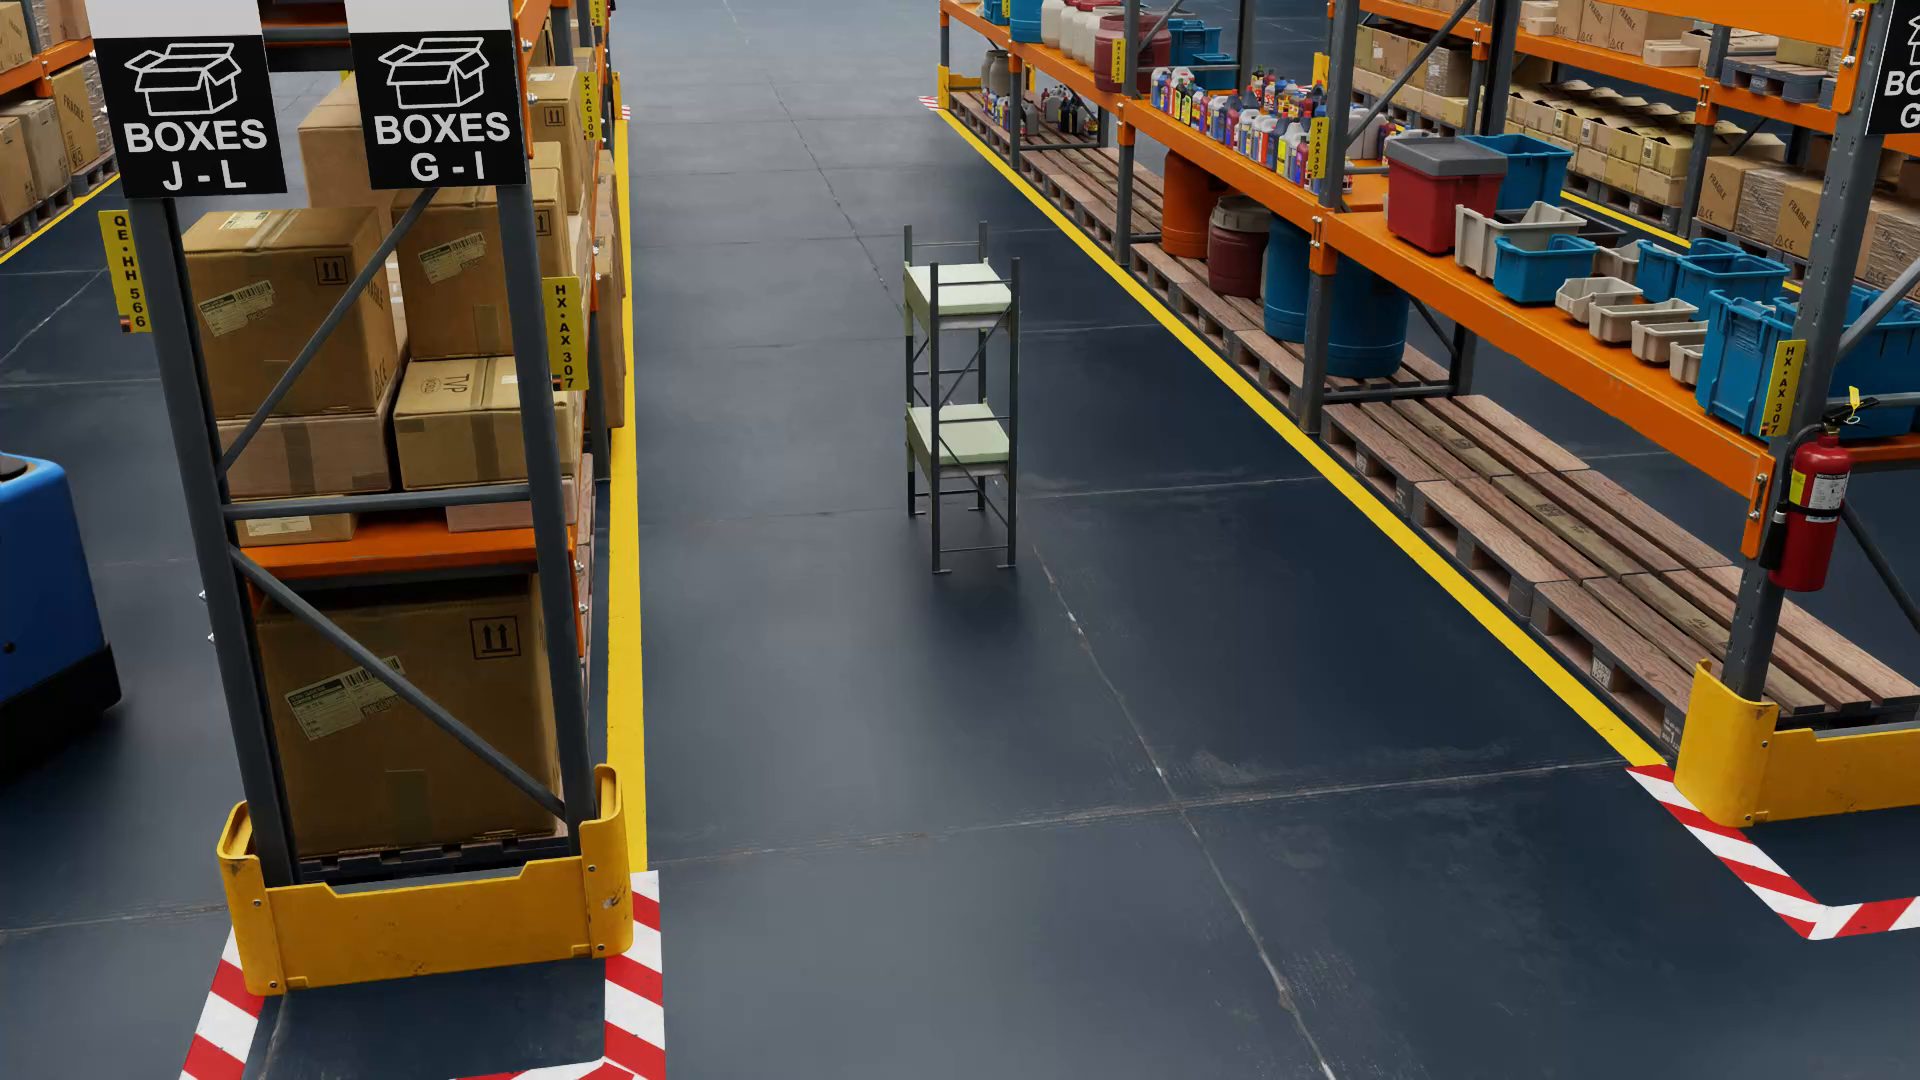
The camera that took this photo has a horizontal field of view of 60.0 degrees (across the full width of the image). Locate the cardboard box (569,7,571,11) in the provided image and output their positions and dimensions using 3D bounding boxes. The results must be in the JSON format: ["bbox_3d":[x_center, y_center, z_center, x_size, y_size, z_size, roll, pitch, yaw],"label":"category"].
[{"bbox_3d":[-3.004,-3.463,11.053,0.797,0.503,0.637,-3,24,-8],"label":"cardboard box"}]

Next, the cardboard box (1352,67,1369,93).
[{"bbox_3d":[5.110,-5.633,20.311,0.500,0.250,0.500,-4,24,-10],"label":"cardboard box"}]

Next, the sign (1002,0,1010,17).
[{"bbox_3d":[0.462,-5.277,16.238,0.100,0.325,0.005,-4,24,-10],"label":"sign"}]

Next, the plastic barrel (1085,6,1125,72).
[{"bbox_3d":[1.266,-4.219,14.022,0.421,0.512,0.421,0,24,0],"label":"plastic barrel"}]

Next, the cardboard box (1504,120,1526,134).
[{"bbox_3d":[5.797,-4.106,16.813,0.500,0.250,0.500,-4,24,-8],"label":"cardboard box"}]

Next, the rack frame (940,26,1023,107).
[{"bbox_3d":[0.265,-6.760,19.979,1.000,3.000,0.127,-4,24,-10],"label":"rack frame"}]

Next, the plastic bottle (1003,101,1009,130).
[{"bbox_3d":[0.496,-4.512,17.676,0.061,0.283,0.133,-3,24,-6],"label":"plastic bottle"}]

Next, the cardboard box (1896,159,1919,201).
[{"bbox_3d":[7.224,-2.603,12.100,0.500,0.250,0.500,-5,24,-11],"label":"cardboard box"}]

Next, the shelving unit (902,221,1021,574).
[{"bbox_3d":[-0.001,-0.690,7.956,0.431,1.500,0.755,-4,24,-10],"label":"shelving unit"}]

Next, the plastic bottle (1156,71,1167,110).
[{"bbox_3d":[1.501,-3.312,12.247,0.097,0.271,0.097,0,24,0],"label":"plastic bottle"}]

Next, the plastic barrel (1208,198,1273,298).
[{"bbox_3d":[2.060,-2.065,11.718,0.600,0.588,0.708,-4,24,-10],"label":"plastic barrel"}]

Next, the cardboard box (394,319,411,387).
[{"bbox_3d":[-2.088,-0.538,5.549,0.500,0.250,0.500,-5,24,-11],"label":"cardboard box"}]

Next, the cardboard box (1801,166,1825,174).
[{"bbox_3d":[7.016,-2.684,13.220,0.500,0.500,0.500,-3,24,-8],"label":"cardboard box"}]

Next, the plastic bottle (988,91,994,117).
[{"bbox_3d":[0.357,-4.840,18.443,0.097,0.271,0.097,0,24,0],"label":"plastic bottle"}]

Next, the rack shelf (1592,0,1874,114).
[{"bbox_3d":[2.854,-2.298,6.915,1.077,0.370,4.000,-4,24,-10],"label":"rack shelf"}]

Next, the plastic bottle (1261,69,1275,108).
[{"bbox_3d":[2.281,-3.341,12.298,0.061,0.283,0.133,-4,24,-10],"label":"plastic bottle"}]

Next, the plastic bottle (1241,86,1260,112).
[{"bbox_3d":[1.913,-2.852,11.093,0.144,0.351,0.185,-4,24,-10],"label":"plastic bottle"}]

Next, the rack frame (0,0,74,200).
[{"bbox_3d":[-8.756,-4.492,14.788,1.000,3.000,0.127,-4,24,-10],"label":"rack frame"}]

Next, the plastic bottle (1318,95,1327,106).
[{"bbox_3d":[2.449,-2.853,11.180,0.061,0.283,0.133,-4,24,-10],"label":"plastic bottle"}]

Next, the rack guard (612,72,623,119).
[{"bbox_3d":[-4.589,-5.218,19.572,1.175,0.500,0.348,-4,24,-10],"label":"rack guard"}]

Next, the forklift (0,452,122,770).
[{"bbox_3d":[-4.911,-0.685,6.157,3.031,2.935,1.130,9,25,19],"label":"forklift"}]

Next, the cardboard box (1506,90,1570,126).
[{"bbox_3d":[5.792,-4.362,16.701,0.500,0.311,0.500,-5,24,-10],"label":"cardboard box"}]

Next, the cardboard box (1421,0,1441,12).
[{"bbox_3d":[5.592,-6.176,18.518,0.700,0.500,0.500,-4,24,-9],"label":"cardboard box"}]

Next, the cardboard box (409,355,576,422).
[{"bbox_3d":[-1.570,-0.580,5.646,0.500,0.250,0.500,-5,24,-10],"label":"cardboard box"}]

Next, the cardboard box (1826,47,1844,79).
[{"bbox_3d":[6.821,-3.603,12.102,0.700,0.500,0.500,0,24,0],"label":"cardboard box"}]

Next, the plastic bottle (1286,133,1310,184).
[{"bbox_3d":[2.026,-2.258,9.826,0.152,0.276,0.135,-4,24,-10],"label":"plastic bottle"}]

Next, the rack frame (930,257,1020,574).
[{"bbox_3d":[0.066,-0.546,7.626,0.400,1.500,0.023,-4,24,-10],"label":"rack frame"}]

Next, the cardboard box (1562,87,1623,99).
[{"bbox_3d":[6.332,-4.399,16.783,0.500,0.311,0.500,-4,24,-8],"label":"cardboard box"}]

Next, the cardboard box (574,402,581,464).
[{"bbox_3d":[-1.482,-0.350,5.618,0.380,0.149,0.250,-5,24,-11],"label":"cardboard box"}]

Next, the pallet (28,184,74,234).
[{"bbox_3d":[-8.539,-2.917,14.664,1.003,0.211,1.213,-4,24,-10],"label":"pallet"}]

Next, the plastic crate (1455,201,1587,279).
[{"bbox_3d":[2.585,-1.399,7.777,0.437,0.282,0.530,-4,24,-10],"label":"plastic crate"}]

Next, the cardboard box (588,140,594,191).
[{"bbox_3d":[-2.409,-2.313,9.673,0.500,0.500,0.500,-5,24,-11],"label":"cardboard box"}]

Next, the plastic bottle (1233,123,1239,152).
[{"bbox_3d":[1.816,-2.609,10.725,0.097,0.201,0.097,0,24,0],"label":"plastic bottle"}]

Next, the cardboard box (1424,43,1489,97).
[{"bbox_3d":[5.492,-5.191,18.362,0.500,0.500,0.500,-4,24,-10],"label":"cardboard box"}]

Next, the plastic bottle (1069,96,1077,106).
[{"bbox_3d":[1.228,-4.596,17.786,0.144,0.351,0.185,-5,24,-12],"label":"plastic bottle"}]

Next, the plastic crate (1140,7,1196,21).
[{"bbox_3d":[1.746,-4.300,14.269,0.402,0.464,0.583,-4,24,-10],"label":"plastic crate"}]

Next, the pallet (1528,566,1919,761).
[{"bbox_3d":[3.109,0.484,6.877,1.003,0.211,1.213,-4,24,-10],"label":"pallet"}]

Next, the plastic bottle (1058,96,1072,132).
[{"bbox_3d":[1.121,-4.511,17.592,0.144,0.351,0.185,-4,24,-10],"label":"plastic bottle"}]

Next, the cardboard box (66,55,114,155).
[{"bbox_3d":[-8.974,-4.318,16.519,0.875,0.875,0.875,-4,24,-9],"label":"cardboard box"}]

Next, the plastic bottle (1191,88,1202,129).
[{"bbox_3d":[1.654,-2.987,11.502,0.097,0.271,0.097,0,24,0],"label":"plastic bottle"}]

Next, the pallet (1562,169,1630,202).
[{"bbox_3d":[6.277,-3.506,16.013,1.003,0.211,1.213,-4,24,-10],"label":"pallet"}]

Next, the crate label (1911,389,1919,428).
[{"bbox_3d":[3.501,-0.538,5.869,0.416,0.233,0.303,-4,24,-10],"label":"crate label"}]

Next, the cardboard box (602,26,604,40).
[{"bbox_3d":[-3.641,-4.911,16.060,0.380,0.149,0.250,-4,24,-10],"label":"cardboard box"}]

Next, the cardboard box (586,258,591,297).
[{"bbox_3d":[-1.863,-1.159,7.469,0.380,0.149,0.250,-4,24,-9],"label":"cardboard box"}]

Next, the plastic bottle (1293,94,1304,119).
[{"bbox_3d":[2.392,-3.027,11.681,0.097,0.201,0.097,0,24,0],"label":"plastic bottle"}]

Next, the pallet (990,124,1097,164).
[{"bbox_3d":[0.921,-4.176,17.547,1.003,0.211,1.213,-4,24,-10],"label":"pallet"}]

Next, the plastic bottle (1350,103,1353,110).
[{"bbox_3d":[2.546,-2.732,10.919,0.097,0.271,0.097,0,24,0],"label":"plastic bottle"}]

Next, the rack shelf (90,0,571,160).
[{"bbox_3d":[-2.014,-1.931,6.075,1.077,0.370,4.000,-4,24,-10],"label":"rack shelf"}]

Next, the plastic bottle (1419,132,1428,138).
[{"bbox_3d":[2.753,-2.291,9.909,0.097,0.271,0.097,0,24,0],"label":"plastic bottle"}]

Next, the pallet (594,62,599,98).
[{"bbox_3d":[-3.360,-3.431,12.597,1.213,0.211,1.003,-4,24,-10],"label":"pallet"}]

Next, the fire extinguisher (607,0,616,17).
[{"bbox_3d":[-4.171,-6.437,19.337,0.296,0.674,0.183,-4,24,-10],"label":"fire extinguisher"}]

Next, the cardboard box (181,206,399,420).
[{"bbox_3d":[-1.992,-0.683,4.945,0.500,0.500,0.500,-4,24,-9],"label":"cardboard box"}]

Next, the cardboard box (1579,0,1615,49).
[{"bbox_3d":[6.189,-4.890,15.573,0.500,0.500,0.500,-4,24,-10],"label":"cardboard box"}]
